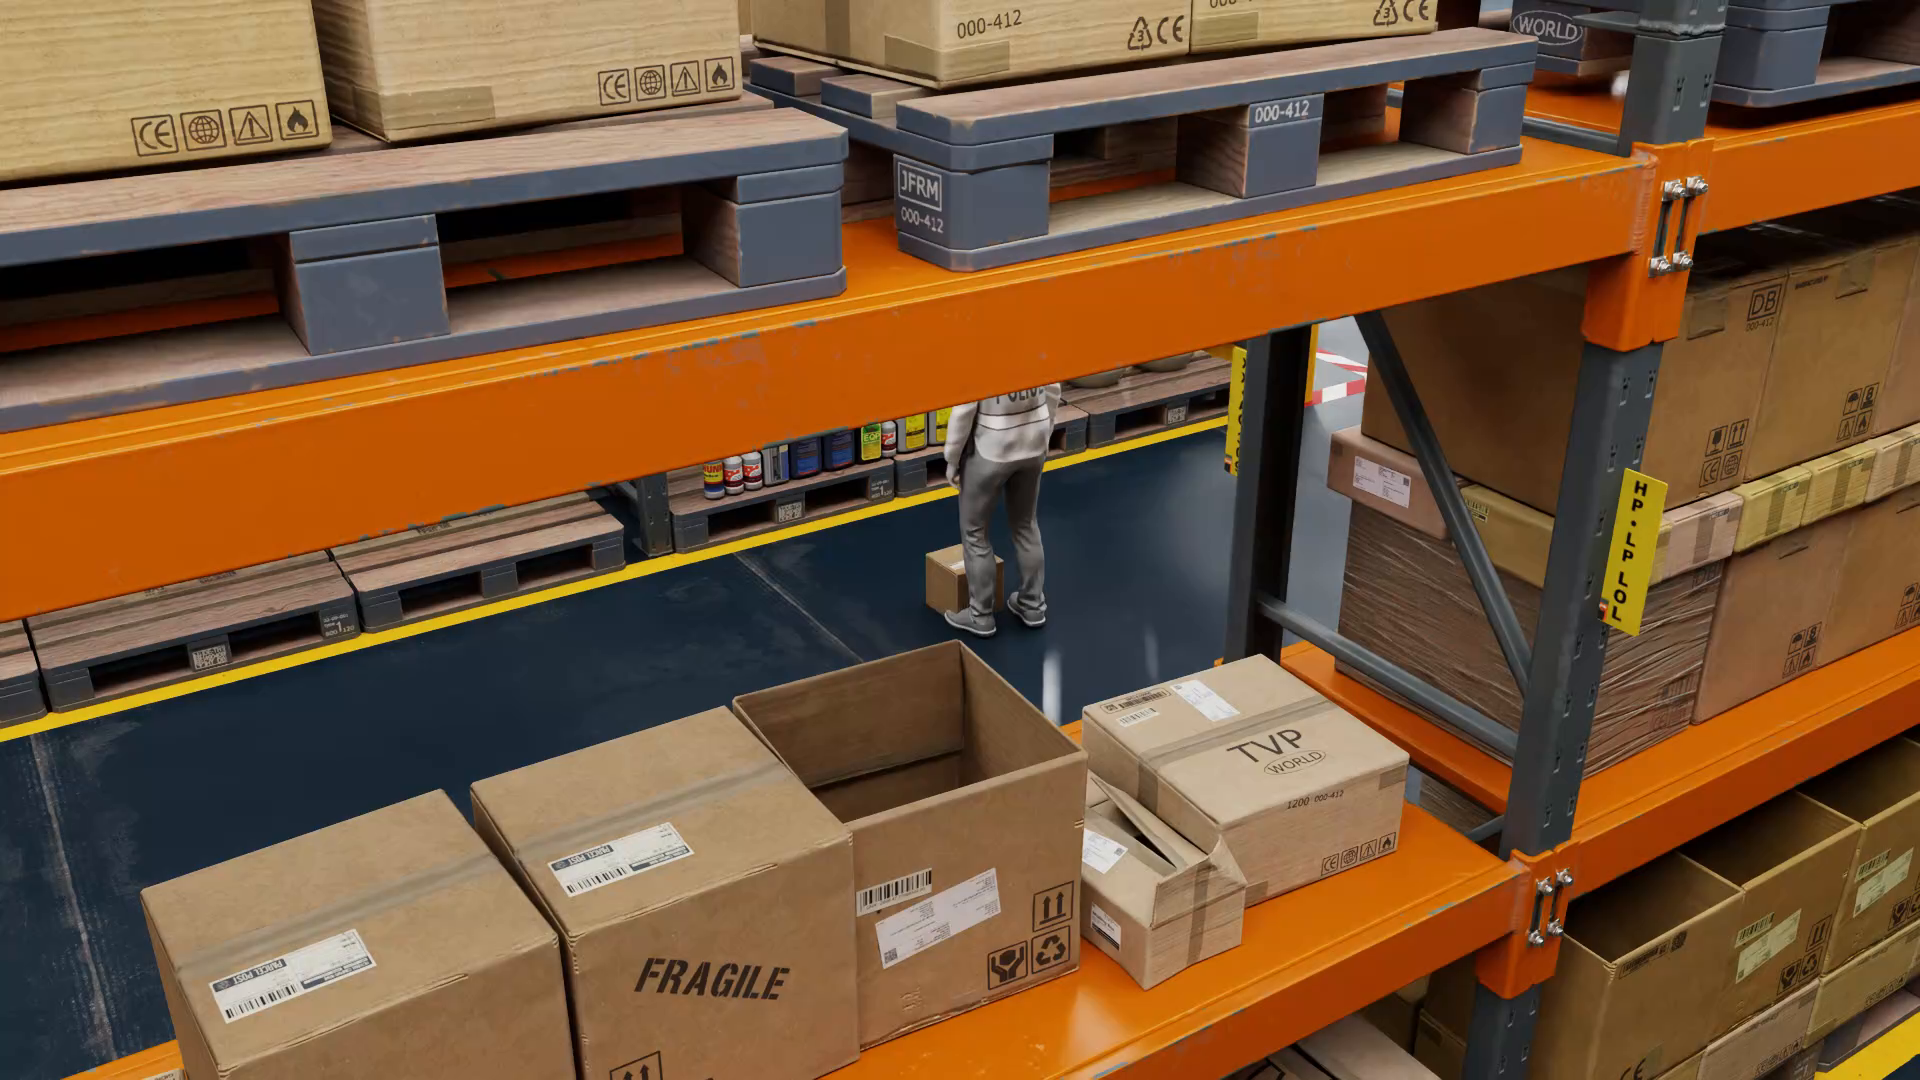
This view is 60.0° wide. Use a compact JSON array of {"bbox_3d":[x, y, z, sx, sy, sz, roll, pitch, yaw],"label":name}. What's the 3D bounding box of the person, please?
[{"bbox_3d":[0.155,-0.373,6.895,0.526,1.662,0.410,-16,29,-30],"label":"person"}]
